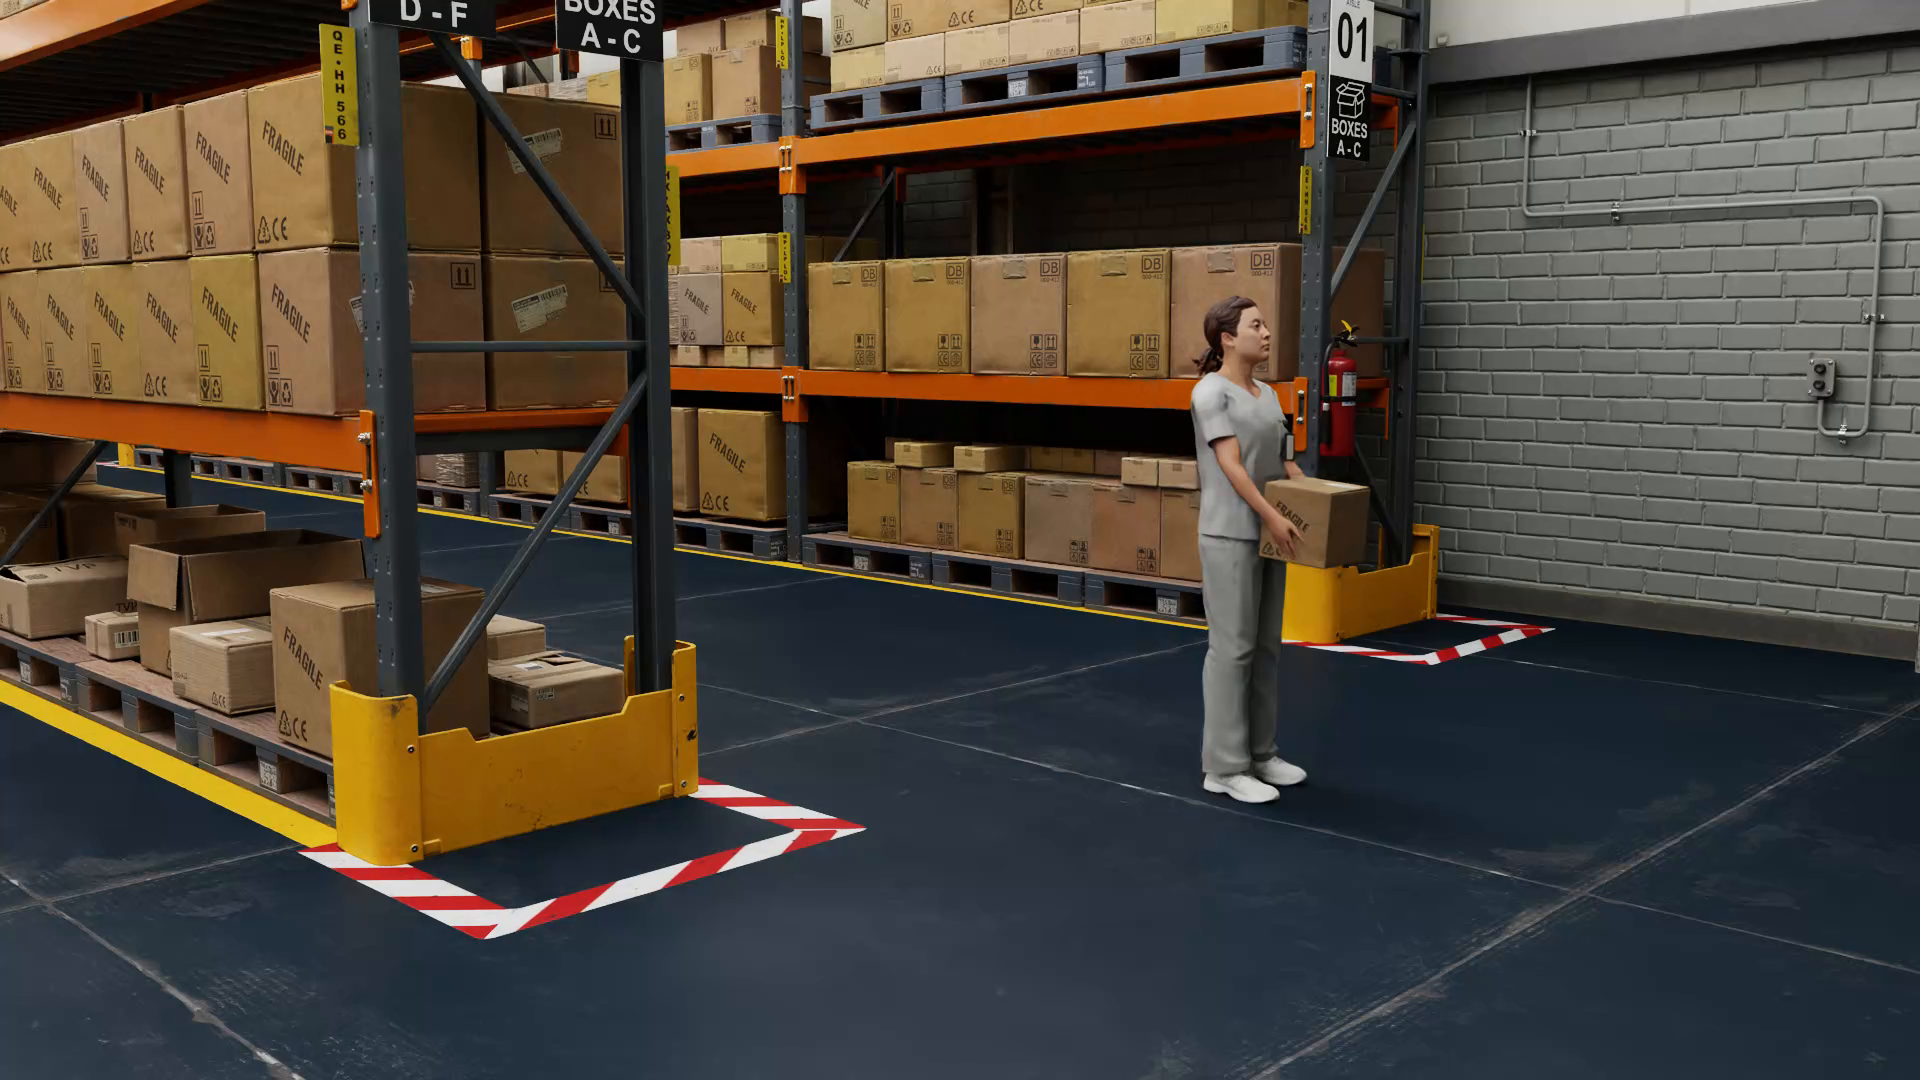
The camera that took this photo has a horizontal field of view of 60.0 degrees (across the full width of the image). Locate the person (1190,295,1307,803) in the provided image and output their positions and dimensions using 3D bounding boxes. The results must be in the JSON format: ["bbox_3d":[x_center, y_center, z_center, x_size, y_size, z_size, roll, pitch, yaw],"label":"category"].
[{"bbox_3d":[1.011,0.019,5.666,0.525,1.662,0.467,7,10,43],"label":"person"}]
